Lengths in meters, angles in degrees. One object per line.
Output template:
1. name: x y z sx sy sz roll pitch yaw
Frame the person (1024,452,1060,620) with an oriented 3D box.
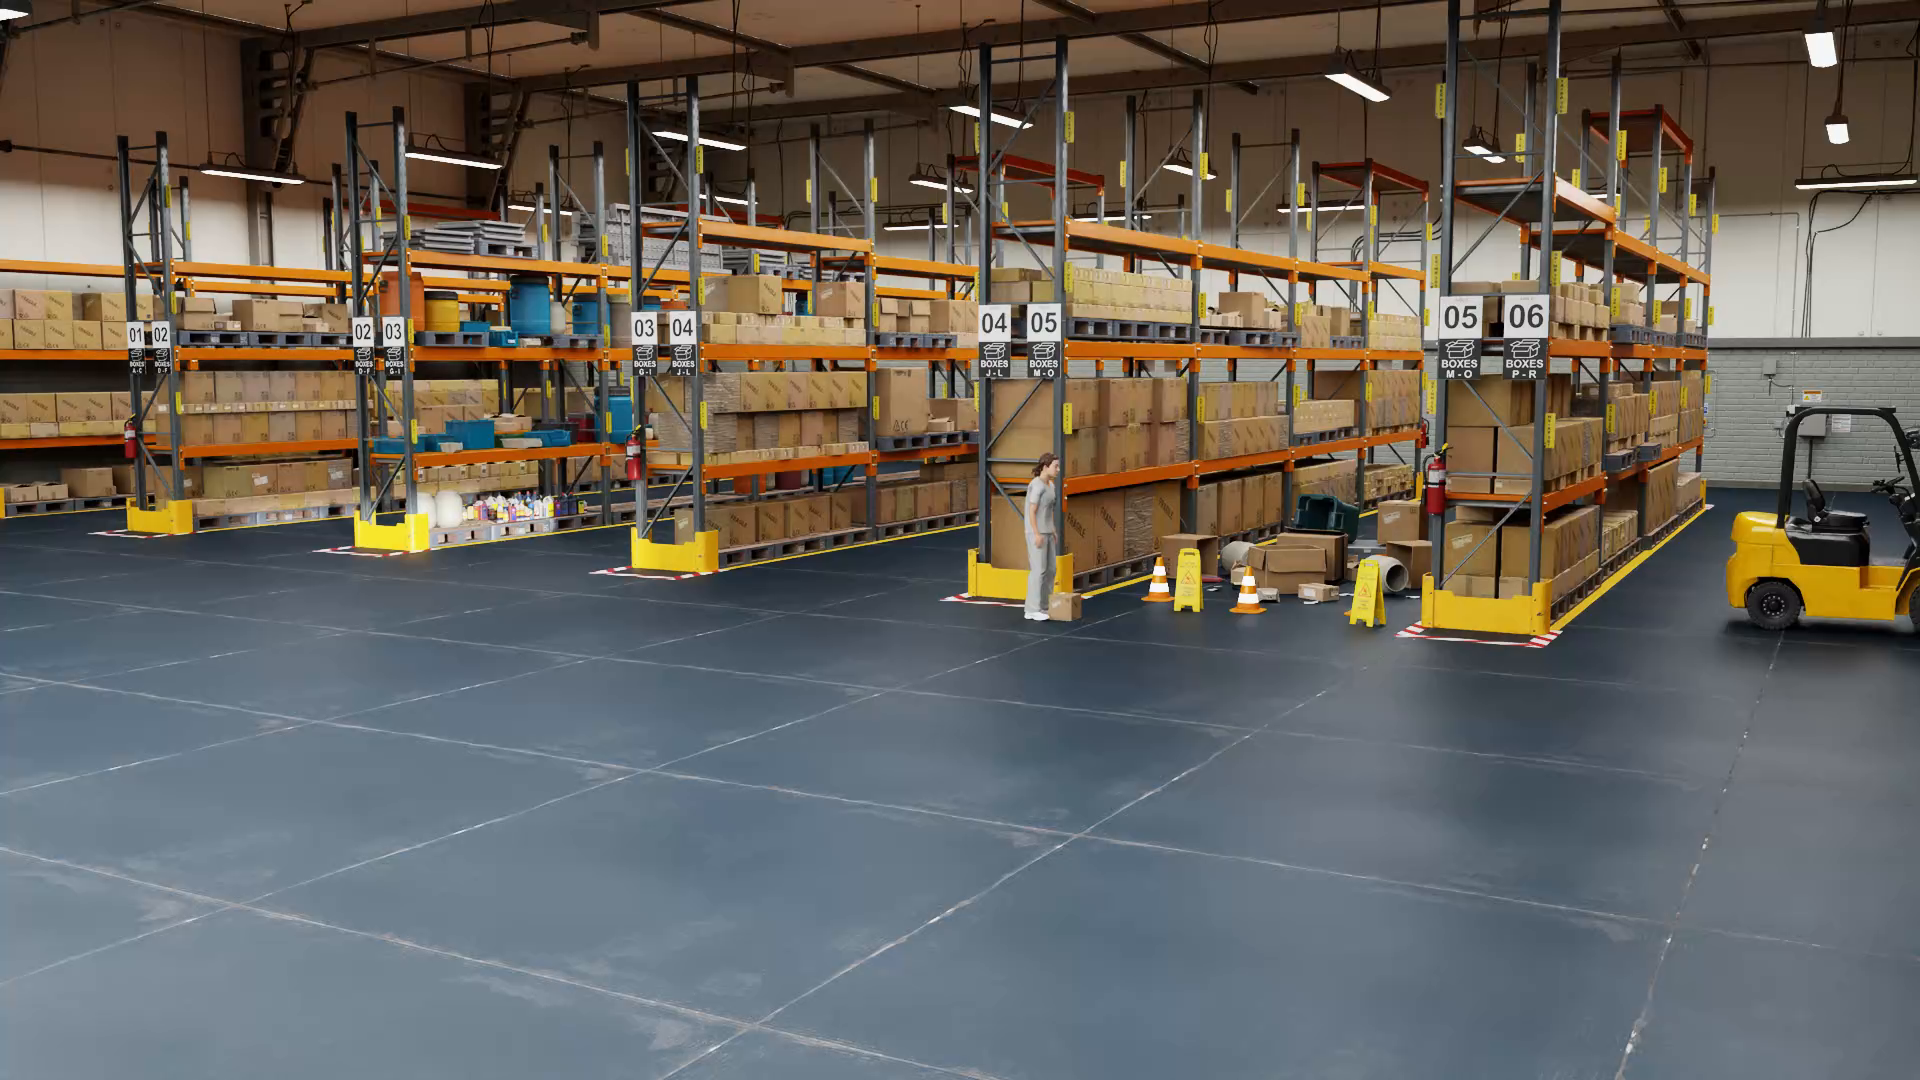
1. person: 0.836 -0.048 16.790 0.348 1.673 0.507 3 7 27
